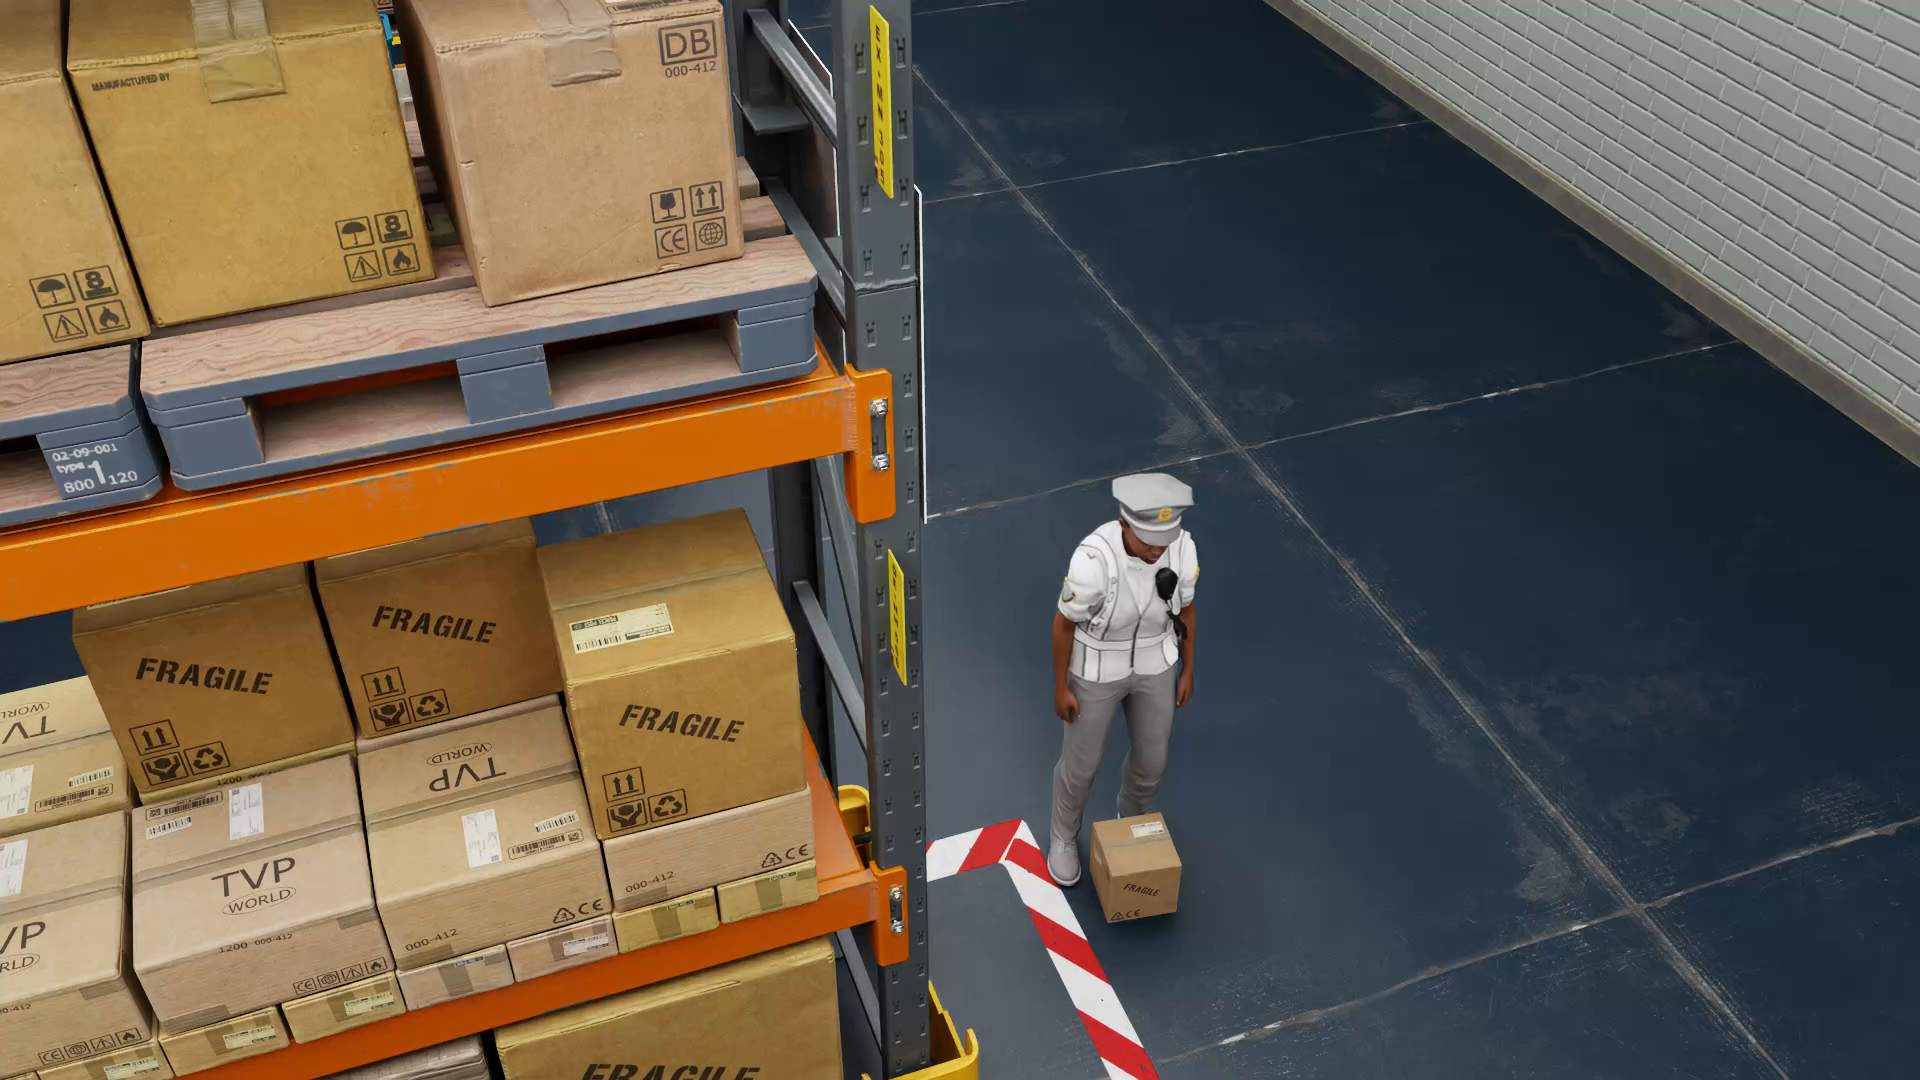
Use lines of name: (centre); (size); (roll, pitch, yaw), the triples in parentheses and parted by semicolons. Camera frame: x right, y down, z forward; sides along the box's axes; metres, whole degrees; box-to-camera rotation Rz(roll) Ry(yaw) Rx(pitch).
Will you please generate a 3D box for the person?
person: (0.543, 0.453, 5.571); (0.505, 1.659, 0.392); (-8, 39, -10)
